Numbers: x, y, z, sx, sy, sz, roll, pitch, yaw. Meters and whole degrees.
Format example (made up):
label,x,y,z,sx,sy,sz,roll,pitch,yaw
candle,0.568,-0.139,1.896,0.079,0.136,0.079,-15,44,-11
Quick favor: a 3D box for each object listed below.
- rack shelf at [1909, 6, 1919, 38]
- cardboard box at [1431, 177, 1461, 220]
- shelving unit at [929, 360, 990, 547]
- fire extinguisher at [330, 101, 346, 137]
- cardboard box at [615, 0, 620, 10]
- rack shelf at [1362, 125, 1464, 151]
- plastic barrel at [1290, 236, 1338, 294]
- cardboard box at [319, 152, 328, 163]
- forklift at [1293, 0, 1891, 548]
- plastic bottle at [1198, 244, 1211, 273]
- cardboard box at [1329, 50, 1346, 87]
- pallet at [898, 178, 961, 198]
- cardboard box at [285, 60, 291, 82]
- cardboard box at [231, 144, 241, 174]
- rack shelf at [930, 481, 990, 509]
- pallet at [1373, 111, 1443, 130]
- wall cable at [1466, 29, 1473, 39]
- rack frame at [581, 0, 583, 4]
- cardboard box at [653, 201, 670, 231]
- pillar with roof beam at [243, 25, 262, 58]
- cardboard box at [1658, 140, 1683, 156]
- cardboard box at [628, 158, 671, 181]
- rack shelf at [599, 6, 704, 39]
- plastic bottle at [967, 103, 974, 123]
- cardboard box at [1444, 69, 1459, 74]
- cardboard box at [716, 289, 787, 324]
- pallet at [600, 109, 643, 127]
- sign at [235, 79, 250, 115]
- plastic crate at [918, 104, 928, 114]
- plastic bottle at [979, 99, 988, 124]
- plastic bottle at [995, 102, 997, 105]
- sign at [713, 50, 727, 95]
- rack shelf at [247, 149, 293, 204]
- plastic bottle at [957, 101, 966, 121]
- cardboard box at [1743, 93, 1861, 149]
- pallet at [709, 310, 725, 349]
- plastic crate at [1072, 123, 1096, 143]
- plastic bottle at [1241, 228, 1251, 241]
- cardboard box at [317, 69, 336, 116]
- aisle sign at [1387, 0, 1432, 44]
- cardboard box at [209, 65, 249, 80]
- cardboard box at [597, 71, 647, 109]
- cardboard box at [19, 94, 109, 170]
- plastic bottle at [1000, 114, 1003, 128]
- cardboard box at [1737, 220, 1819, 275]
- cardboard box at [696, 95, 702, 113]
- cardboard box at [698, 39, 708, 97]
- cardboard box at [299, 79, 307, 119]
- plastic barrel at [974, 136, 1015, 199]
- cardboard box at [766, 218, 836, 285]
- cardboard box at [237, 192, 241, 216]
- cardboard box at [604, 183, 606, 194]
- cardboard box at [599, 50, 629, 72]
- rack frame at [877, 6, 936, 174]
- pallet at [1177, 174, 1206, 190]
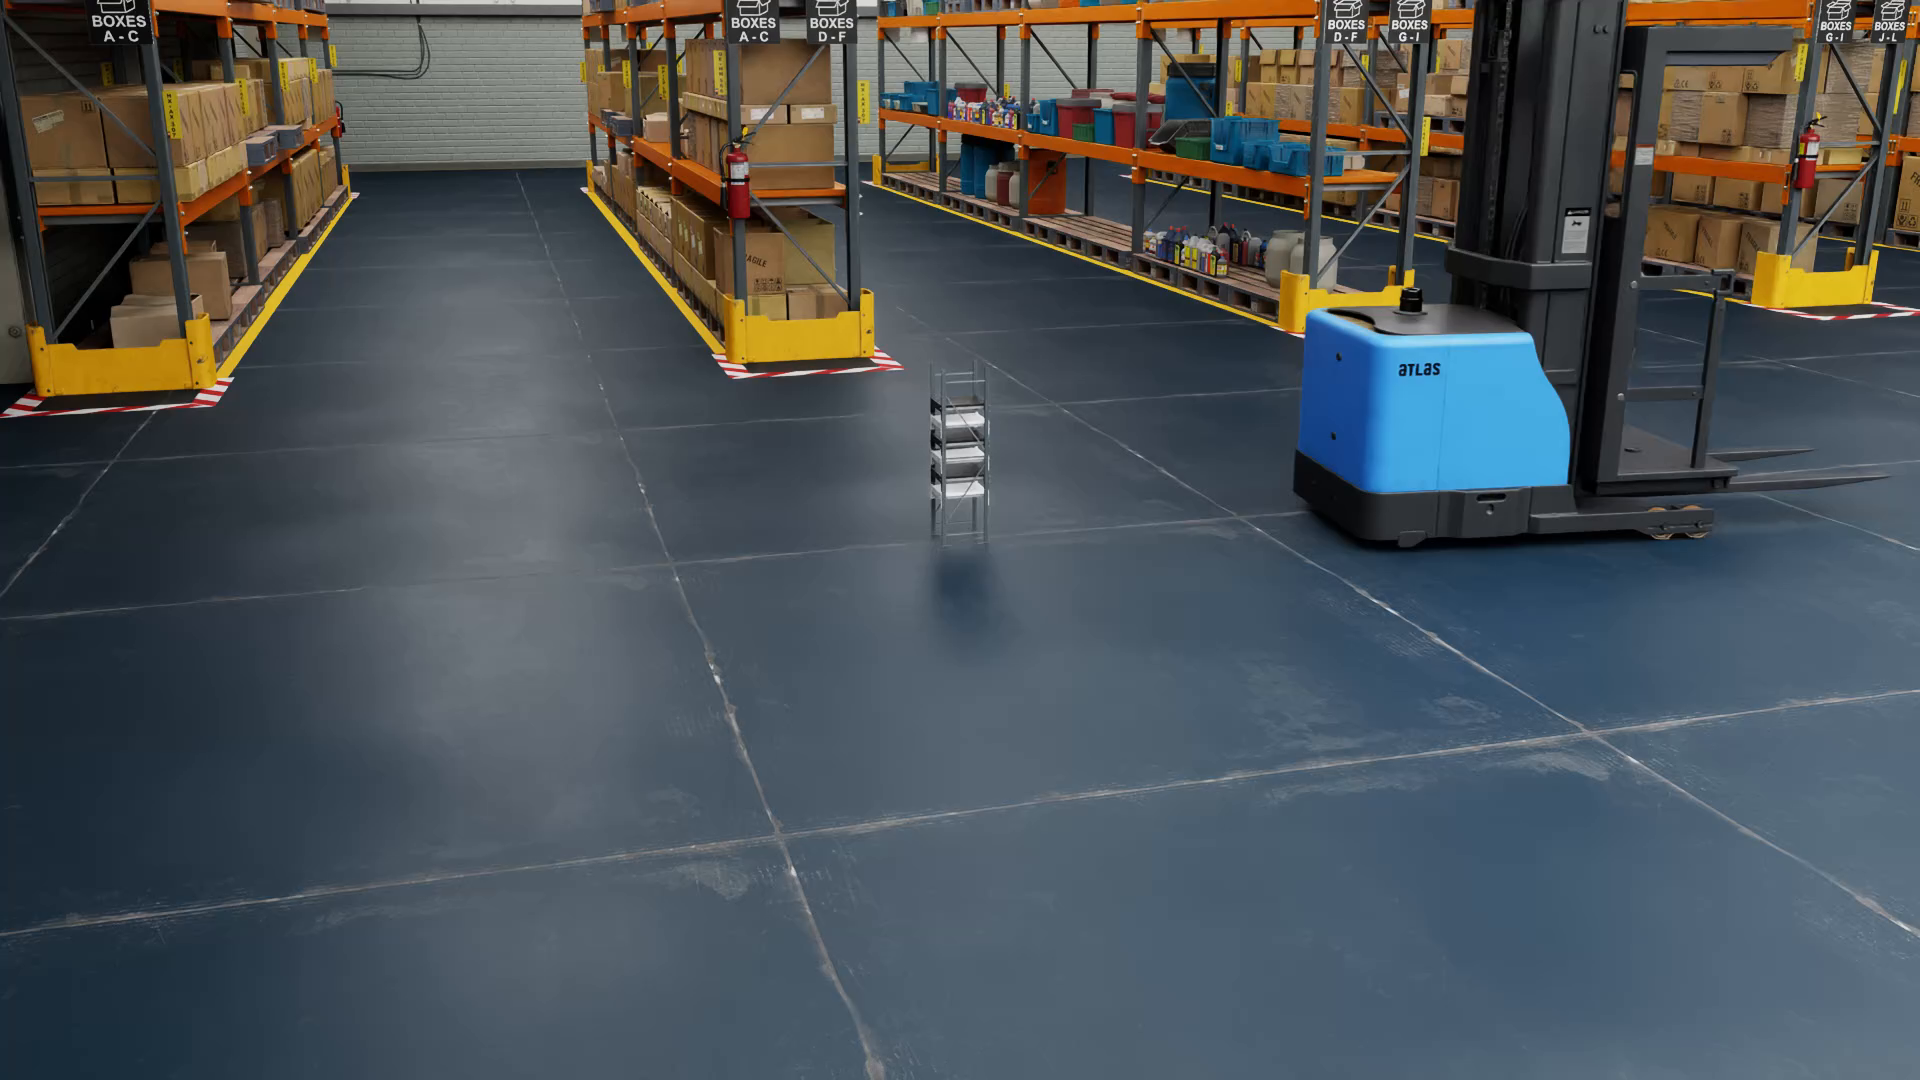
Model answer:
label,x,y,z,sx,sy,sz,roll,pitch,yaw
rack shelf,12.484,-5.710,18.285,1.077,0.370,4.000,-5,17,-15
cardboard box,6.569,-4.435,21.583,0.700,0.500,0.500,-3,17,-11
shelving unit,-0.002,-0.433,8.330,0.258,0.900,0.210,-5,17,-15
fire extinguisher,-10.046,-6.814,26.706,0.296,0.674,0.183,-5,17,-15
cardboard box,-3.923,-7.019,21.217,0.910,0.500,0.500,-5,17,-15
rack shelf,6.588,-5.016,21.187,1.077,0.370,4.000,-5,17,-15
plastic barrel,3.220,-2.495,15.139,0.421,0.512,0.421,0,17,0
cardboard box,-9.518,-5.629,24.463,0.380,0.149,0.250,-5,17,-17
forklift,3.384,-1.549,8.516,3.031,2.935,1.130,-3,17,-9
plastic bottle,2.467,-2.799,16.527,0.152,0.276,0.135,-5,17,-17
cardboard box,5.676,-6.826,24.045,0.797,0.503,0.637,-4,17,-14
pallet,-0.402,-5.832,27.499,1.003,0.211,1.213,-5,17,-15
cardboard box,-8.275,-5.593,19.827,0.500,0.250,0.500,-5,17,-16
cardboard box,-6.600,-3.325,14.532,0.500,0.250,0.500,-5,17,-15
rack shelf,-0.002,-0.229,8.391,0.258,0.077,0.200,-5,17,-15
pallet,6.336,-5.633,22.325,1.213,0.211,1.003,-5,17,-15
wall cable,11.796,-10.970,37.936,0.585,1.953,0.123,-5,17,-15
rack frame,-5.686,-10.218,26.826,1.000,3.000,0.127,-5,17,-15
cardboard box,-3.059,-3.549,18.128,0.500,0.311,0.500,-5,17,-15
pillar with roof beam,-7.883,-10.844,28.910,9.100,9.000,0.400,-5,17,-15
cardboard box,7.447,-4.050,17.157,0.380,0.149,0.250,-5,17,-15
cardboard box,-3.990,-4.760,21.360,0.500,0.250,0.500,-4,17,-13
rack shelf,-4.038,-6.777,21.835,1.077,0.370,4.000,-5,17,-15
plastic bottle,0.192,-6.155,23.944,0.152,0.276,0.135,-5,17,-15
cardboard box,8.934,-8.112,29.553,0.500,0.500,0.500,-5,17,-17
cardboard box,-1.721,-1.928,13.706,0.500,0.250,0.500,-5,17,-15
pallet,-4.473,-5.916,23.268,1.003,0.211,1.213,-5,17,-15
sign,-6.631,-4.092,15.356,0.100,0.325,0.005,-5,17,-15
plastic crate,-0.389,-6.814,26.296,0.437,0.125,0.590,-5,17,-15
plastic bottle,0.349,-6.028,23.392,0.144,0.351,0.185,-5,17,-15
plastic bottle,0.596,-6.486,25.045,0.152,0.276,0.135,-5,17,-15
sign,-1.815,-3.548,12.624,0.100,0.325,0.005,-5,17,-15
rack shelf,-7.700,-3.841,17.276,1.077,0.370,4.000,-5,17,-15
plastic bottle,0.038,-6.310,24.460,0.152,0.276,0.135,-5,17,-15
cardboard box,8.112,-4.046,16.015,0.875,0.500,0.500,-5,17,-15
pallet,-1.540,-1.792,14.049,1.003,0.211,1.213,-5,17,-15
plastic crate,1.625,-4.774,19.499,0.450,0.188,0.662,-5,17,-15
plastic bottle,2.971,-3.060,17.265,0.144,0.351,0.185,-5,17,-16
cardboard box,-10.299,-6.955,25.871,0.980,0.700,0.700,-4,17,-13
aisle sign,3.776,-4.558,13.892,0.394,0.787,0.004,-5,17,-15
cardboard box,-8.024,-5.127,18.241,0.380,0.149,0.250,-8,18,-24
cardboard box,-4.672,-6.338,23.435,0.700,0.500,0.500,-12,20,-34
cardboard box,-6.385,-2.937,11.937,0.500,0.500,0.500,-5,17,-16
plastic bottle,0.597,-5.683,22.503,0.097,0.201,0.097,0,17,0
cardboard box,8.081,-2.879,16.437,0.500,0.500,0.500,-1,17,-5
cardboard box,-2.219,-4.012,15.292,0.380,0.149,0.250,-5,18,-17
cardboard box,-1.984,-4.294,15.104,0.700,0.500,0.500,-5,17,-15
cardboard box,-8.700,-5.658,21.347,0.500,0.500,0.500,-5,17,-15
plastic barrel,0.504,-5.477,24.389,0.600,0.901,0.708,-5,17,-15
cardboard box,-1.362,-2.466,14.195,0.500,0.500,0.500,-5,17,-15
cardboard box,-7.640,-3.473,17.076,0.500,0.250,0.500,-5,17,-17
cardboard box,-5.177,-5.318,25.132,0.380,0.149,0.250,-5,17,-15
cardboard box,-4.975,-6.884,24.244,0.500,0.500,0.500,-5,17,-15
rack frame,-0.923,-7.735,28.989,1.000,3.000,0.127,-5,17,-15
pallet,4.466,-6.239,28.857,1.003,0.211,1.213,-5,17,-15
